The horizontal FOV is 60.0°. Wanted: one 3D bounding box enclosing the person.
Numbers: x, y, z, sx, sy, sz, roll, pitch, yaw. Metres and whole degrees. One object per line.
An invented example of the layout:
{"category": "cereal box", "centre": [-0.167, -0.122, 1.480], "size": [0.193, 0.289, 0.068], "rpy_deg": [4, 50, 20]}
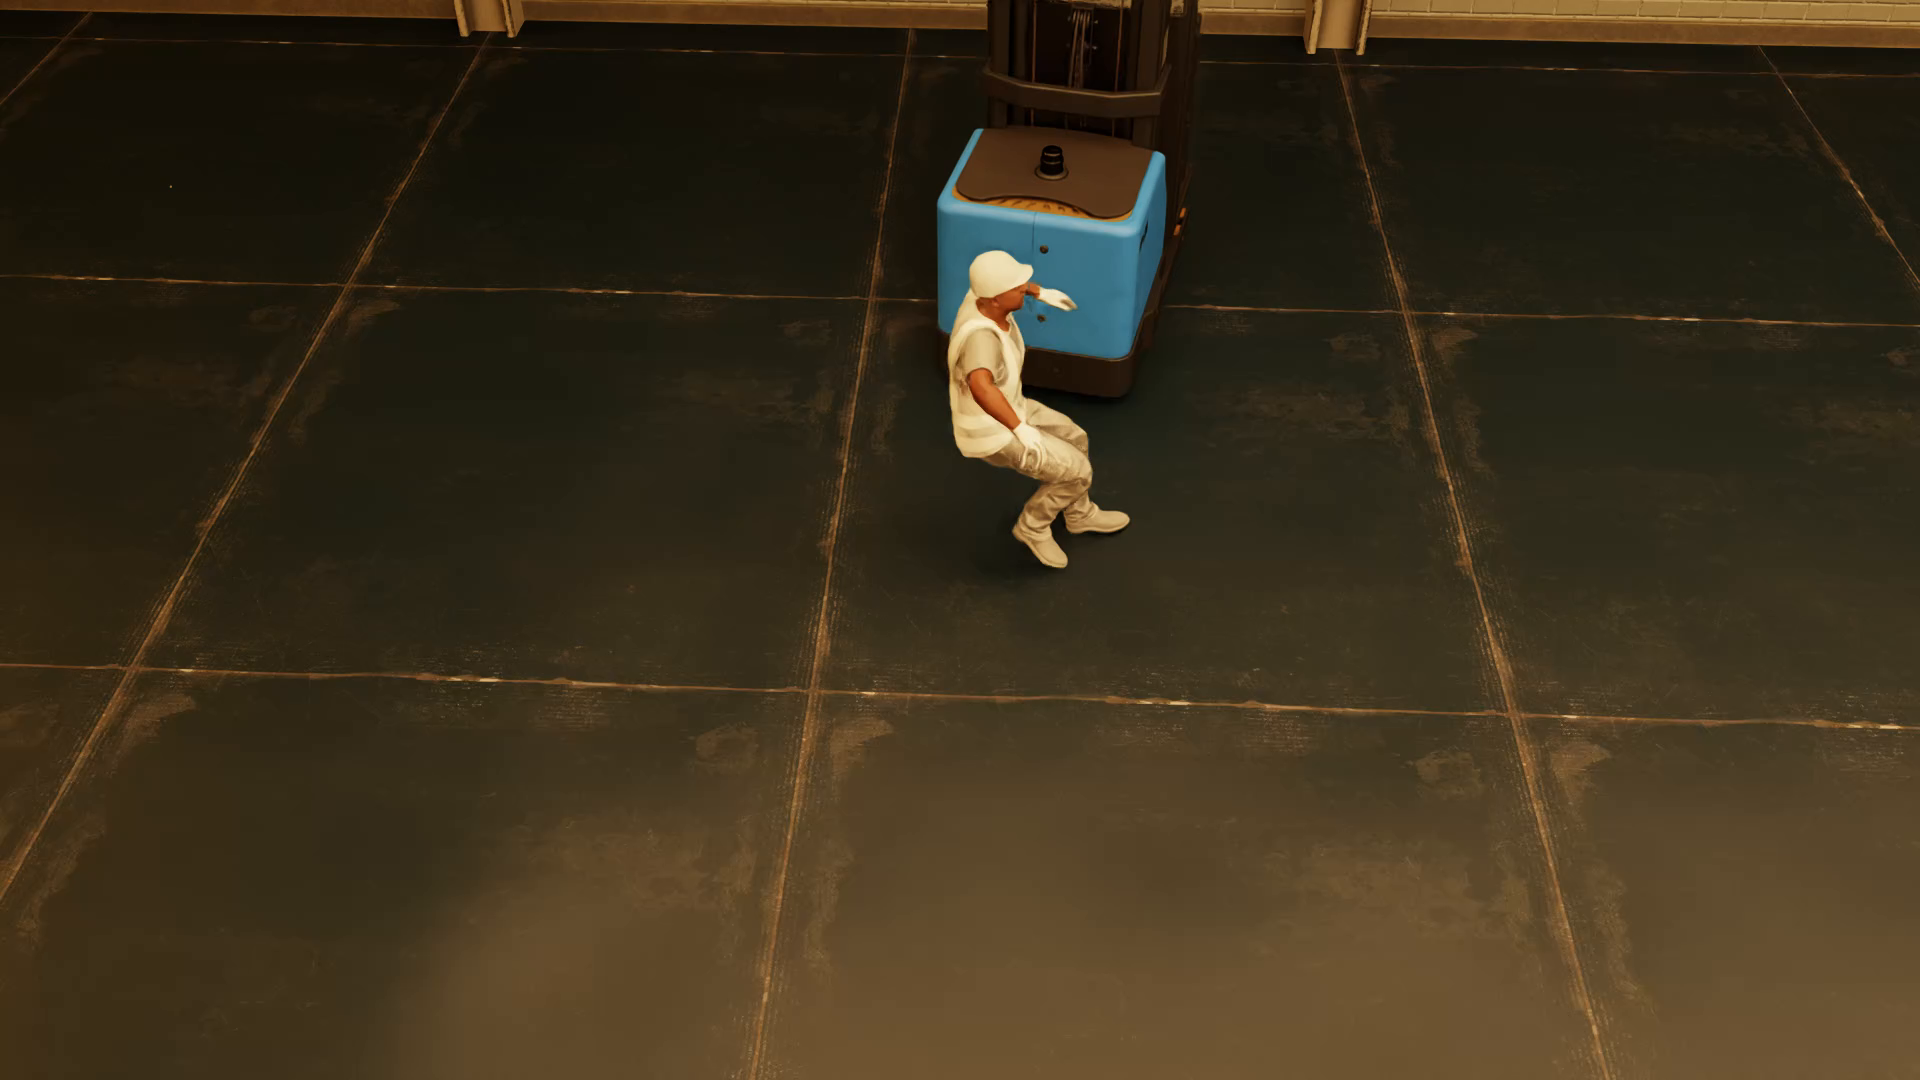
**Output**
{"category": "person", "centre": [0.378, -0.579, 7.380], "size": [0.857, 1.593, 1.234], "rpy_deg": [2, 42, 2]}

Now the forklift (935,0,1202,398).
{"category": "forklift", "centre": [0.744, -2.826, 8.838], "size": [1.130, 2.935, 3.031], "rpy_deg": [10, 43, 11]}
